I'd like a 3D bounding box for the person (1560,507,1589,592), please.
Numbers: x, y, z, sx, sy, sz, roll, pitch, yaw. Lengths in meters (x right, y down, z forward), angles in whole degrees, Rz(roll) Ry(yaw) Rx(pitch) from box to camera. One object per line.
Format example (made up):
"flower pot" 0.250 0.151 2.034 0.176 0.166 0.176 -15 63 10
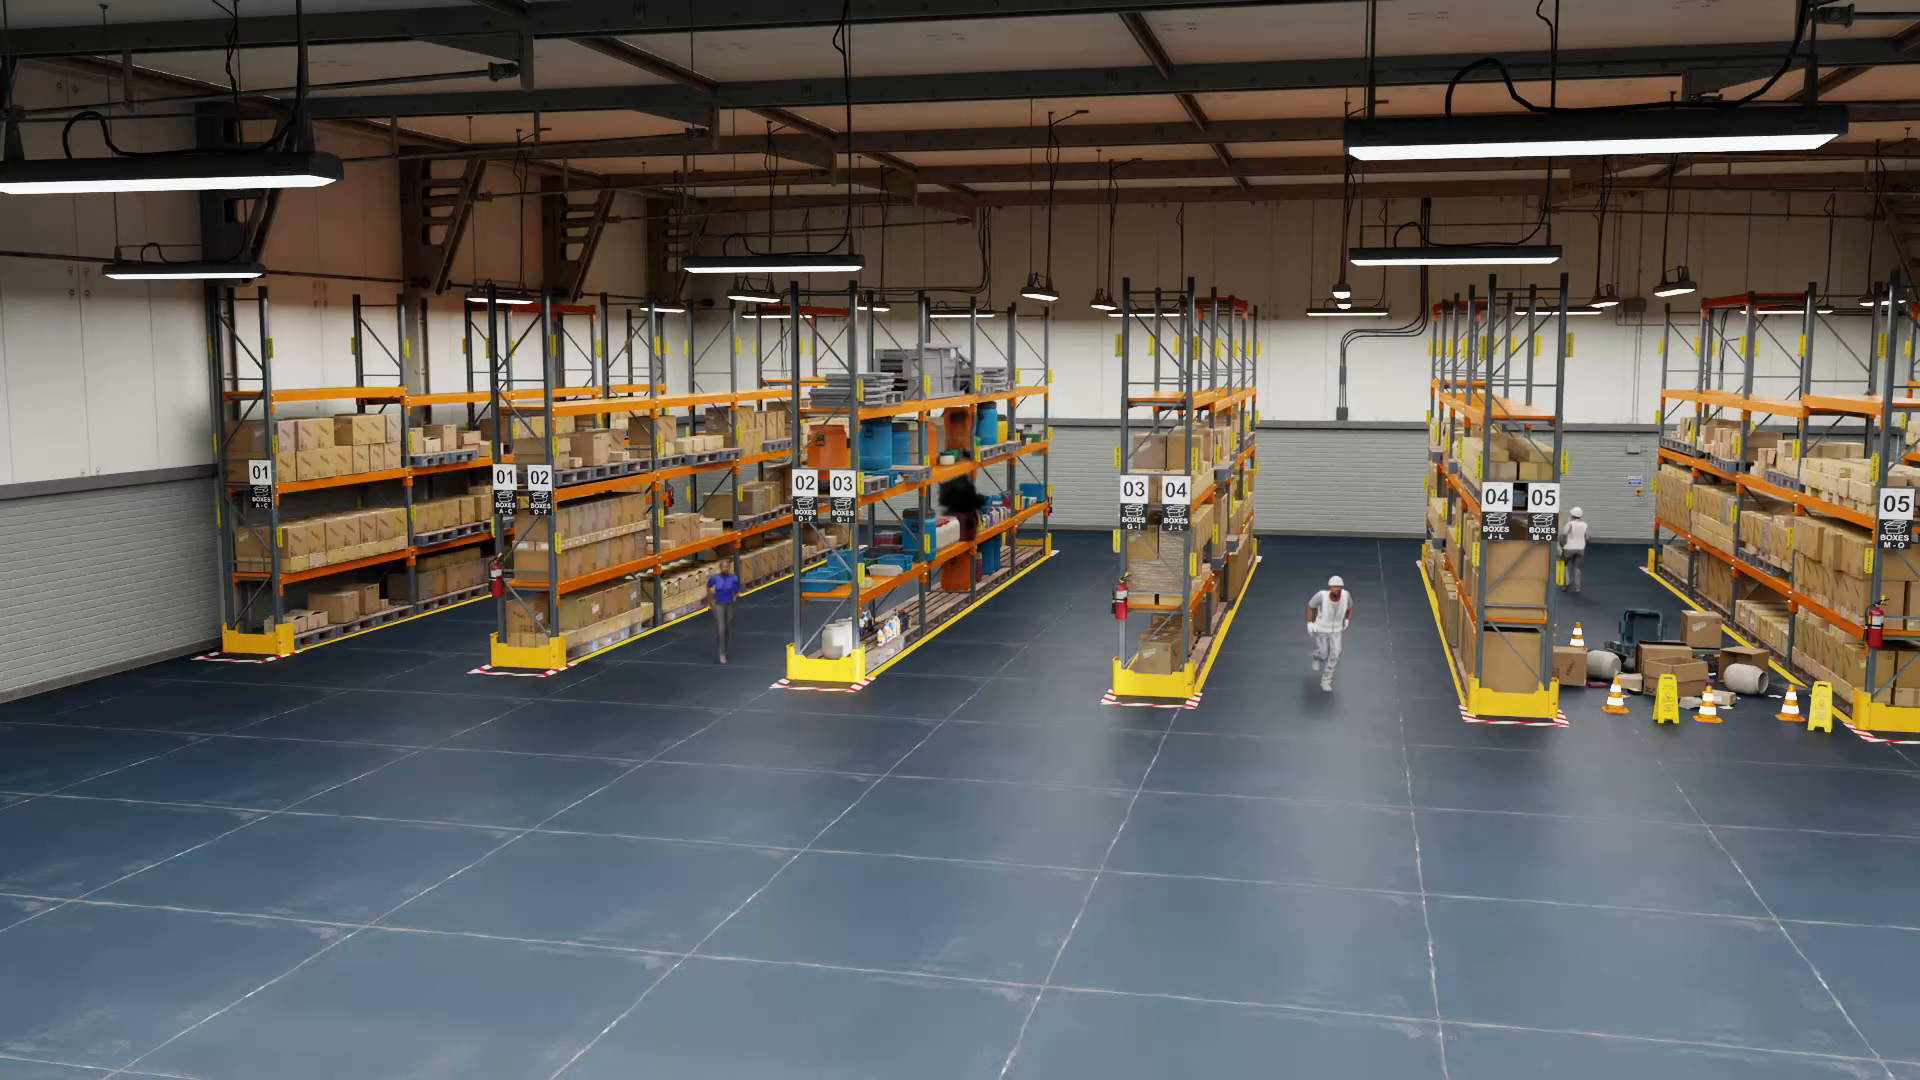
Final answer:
"person" 12.589 0.215 34.153 0.633 1.797 0.729 0 7 0

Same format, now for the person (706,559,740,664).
"person" -3.791 1.145 26.741 0.506 1.706 0.846 -3 7 -22

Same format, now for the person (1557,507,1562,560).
"person" 13.791 -0.364 39.069 0.864 1.764 0.679 2 7 20

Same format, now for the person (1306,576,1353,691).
"person" 5.450 1.352 24.627 0.680 1.715 0.870 -1 7 -12
